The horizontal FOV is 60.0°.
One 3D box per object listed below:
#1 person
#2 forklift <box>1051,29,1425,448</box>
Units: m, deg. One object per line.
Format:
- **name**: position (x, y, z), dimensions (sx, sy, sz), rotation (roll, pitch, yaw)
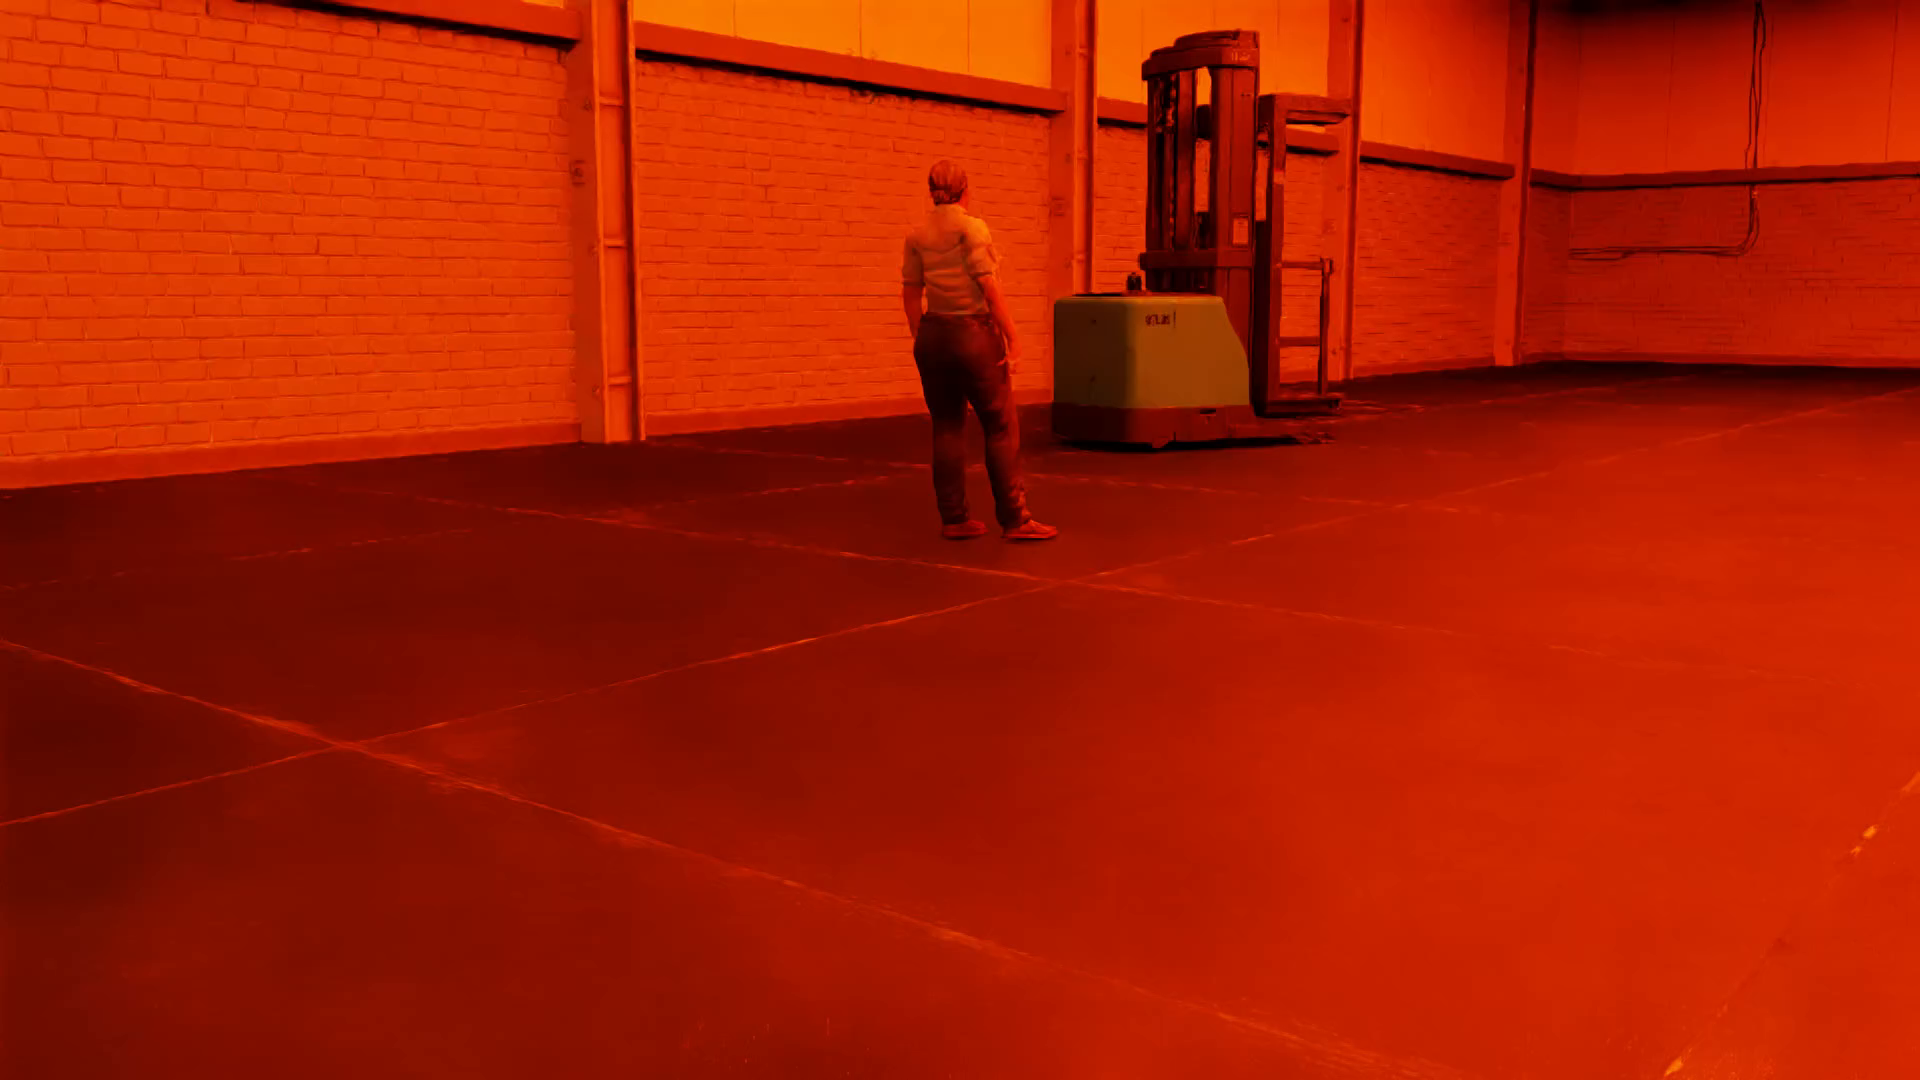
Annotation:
- **person**: position (0.074, -0.824, 7.341), dimensions (0.599, 1.637, 0.502), rotation (7, 11, 38)
- **forklift**: position (2.203, -2.221, 12.456), dimensions (3.031, 2.935, 1.130), rotation (-5, 10, -31)
